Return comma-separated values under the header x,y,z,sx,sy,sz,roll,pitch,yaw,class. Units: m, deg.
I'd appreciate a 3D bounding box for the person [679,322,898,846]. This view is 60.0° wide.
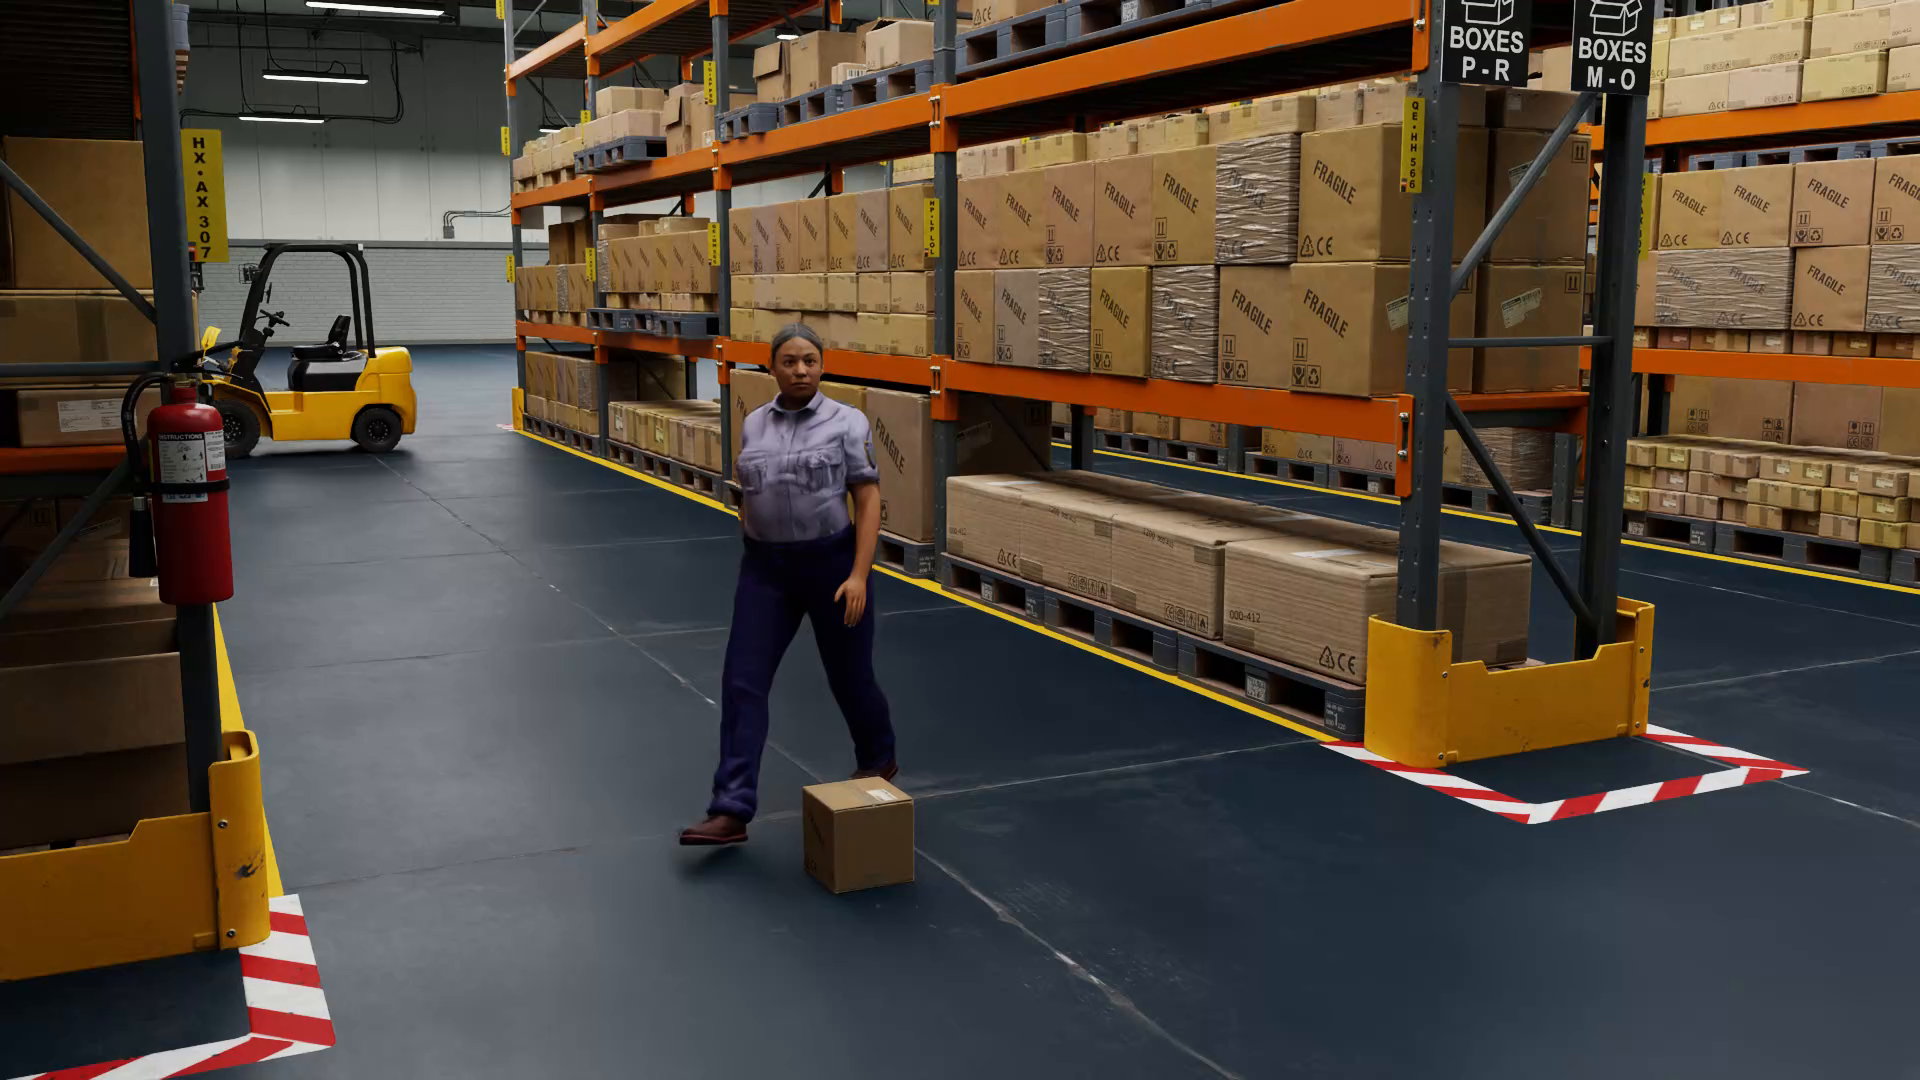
x,y,z,sx,sy,sz,roll,pitch,yaw,class
-0.509,0.129,5.203,0.503,1.571,0.990,2,9,12,person
